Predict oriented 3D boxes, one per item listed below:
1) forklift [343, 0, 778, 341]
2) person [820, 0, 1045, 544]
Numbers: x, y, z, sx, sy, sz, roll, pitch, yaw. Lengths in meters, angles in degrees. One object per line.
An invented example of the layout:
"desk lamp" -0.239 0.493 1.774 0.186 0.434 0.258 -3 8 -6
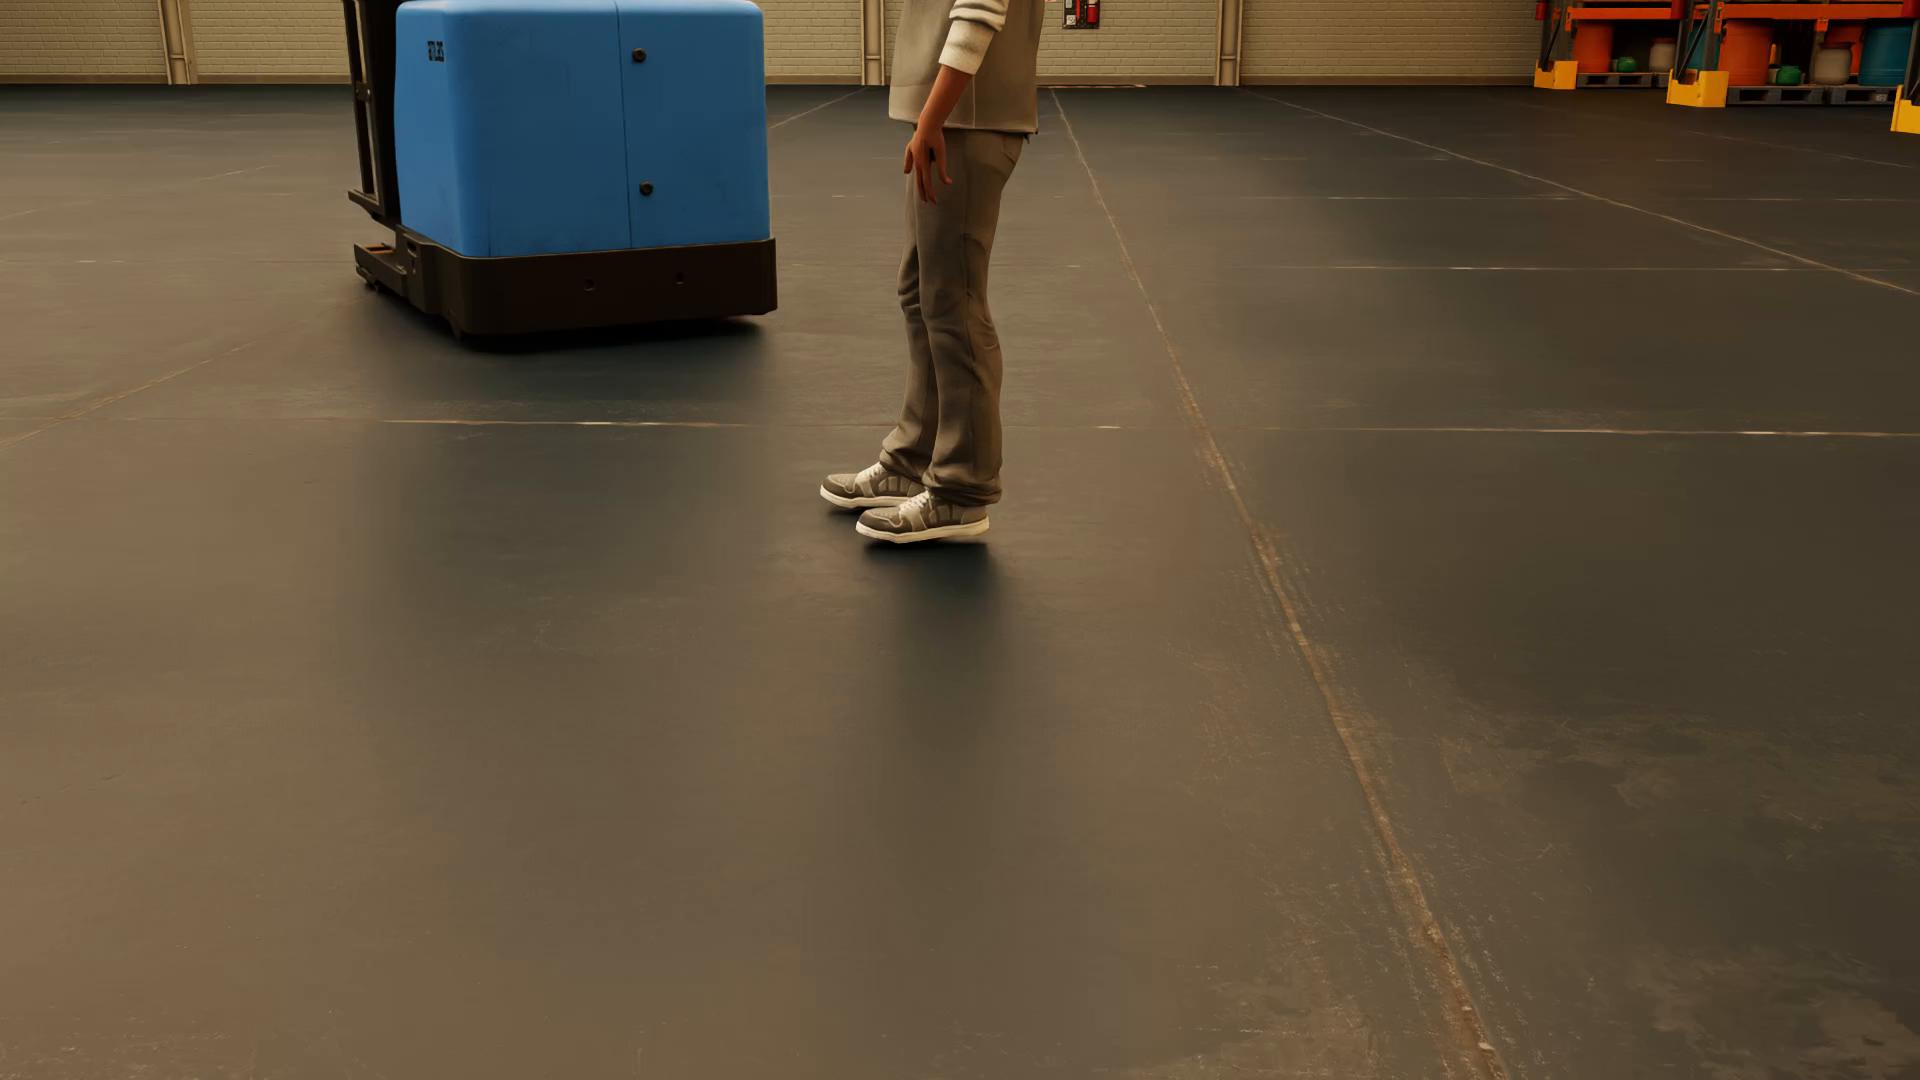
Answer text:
"forklift" -1.771 -2.425 6.237 1.130 2.935 3.031 -9 19 -27
"person" -0.074 -0.775 3.149 0.473 1.599 0.520 1 17 2
